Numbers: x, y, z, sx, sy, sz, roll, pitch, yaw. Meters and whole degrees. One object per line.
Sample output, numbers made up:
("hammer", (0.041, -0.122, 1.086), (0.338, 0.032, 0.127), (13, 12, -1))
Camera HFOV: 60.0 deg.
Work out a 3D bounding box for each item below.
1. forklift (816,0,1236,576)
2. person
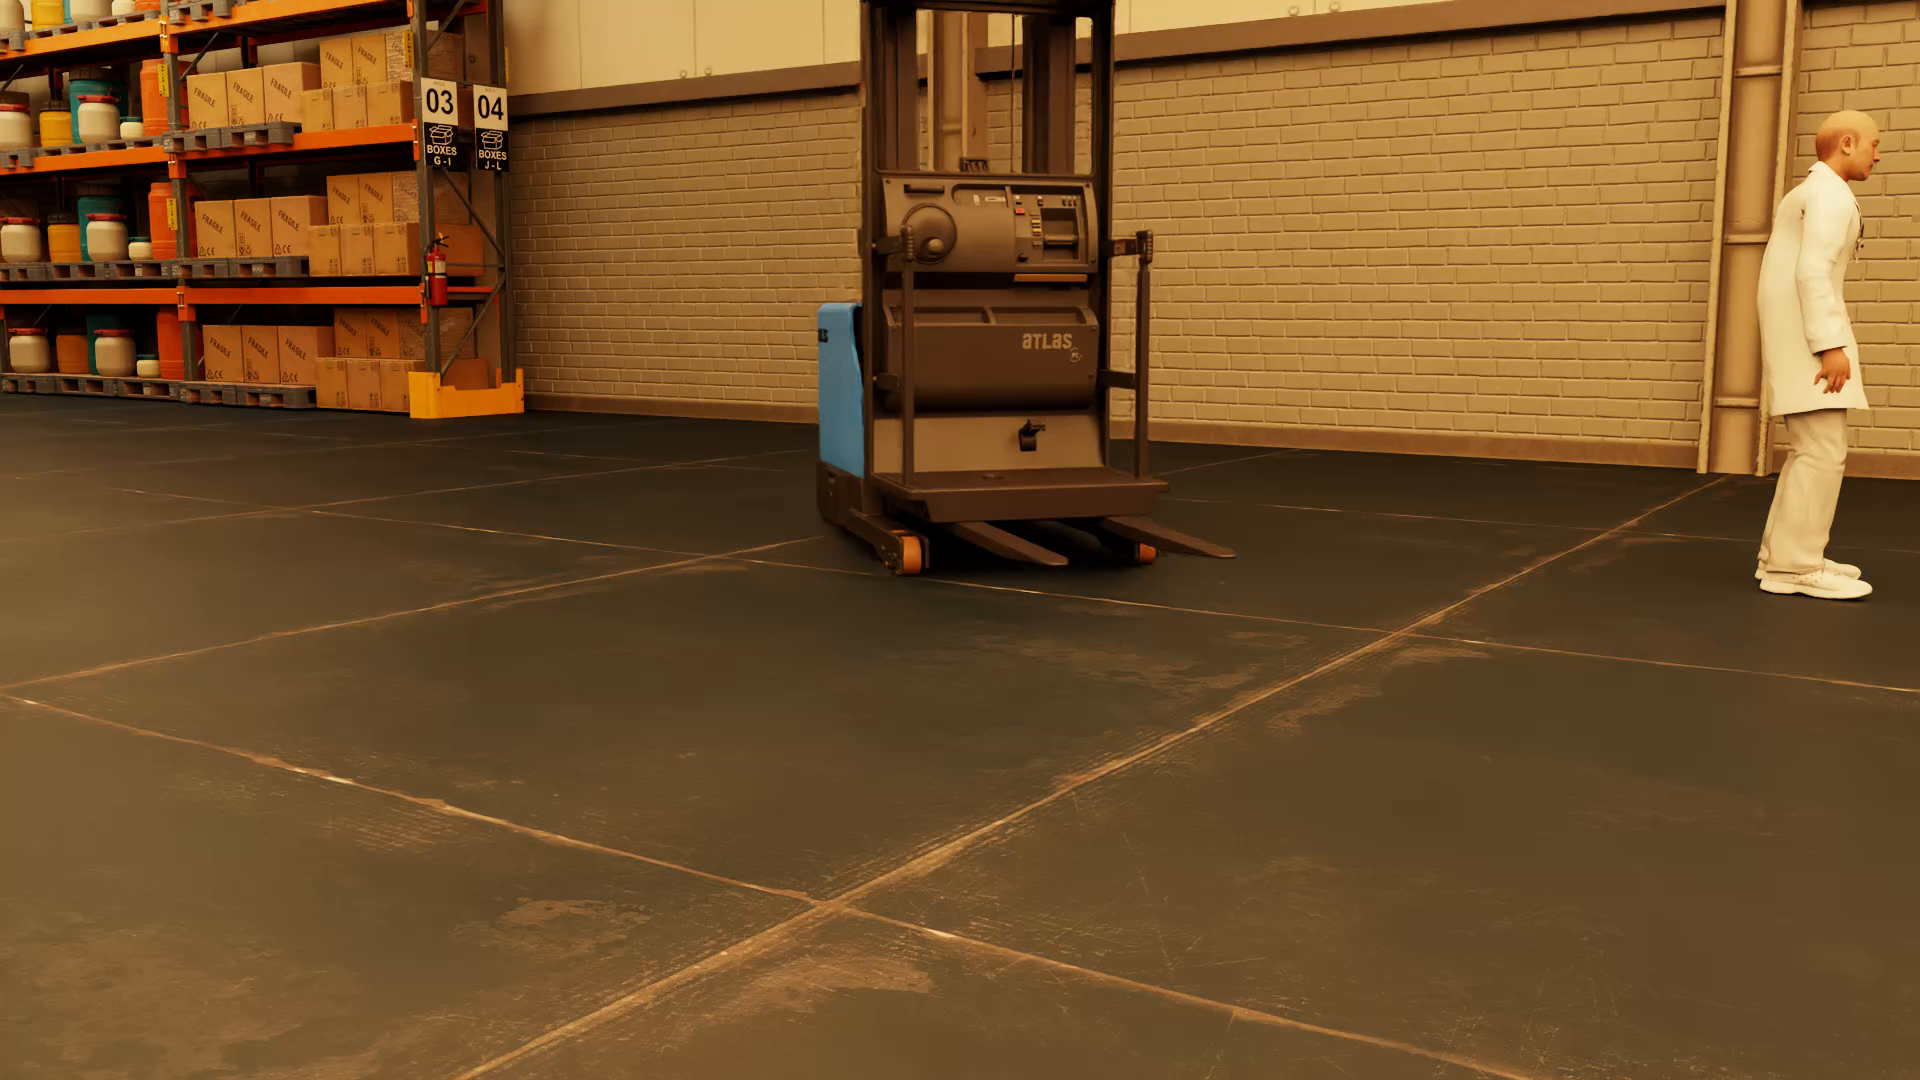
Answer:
("forklift", (0.194, -1.367, 6.809), (1.130, 2.935, 3.031), (-2, 8, -16))
("person", (3.210, -0.698, 6.218), (0.436, 1.772, 0.644), (3, 9, 20))
